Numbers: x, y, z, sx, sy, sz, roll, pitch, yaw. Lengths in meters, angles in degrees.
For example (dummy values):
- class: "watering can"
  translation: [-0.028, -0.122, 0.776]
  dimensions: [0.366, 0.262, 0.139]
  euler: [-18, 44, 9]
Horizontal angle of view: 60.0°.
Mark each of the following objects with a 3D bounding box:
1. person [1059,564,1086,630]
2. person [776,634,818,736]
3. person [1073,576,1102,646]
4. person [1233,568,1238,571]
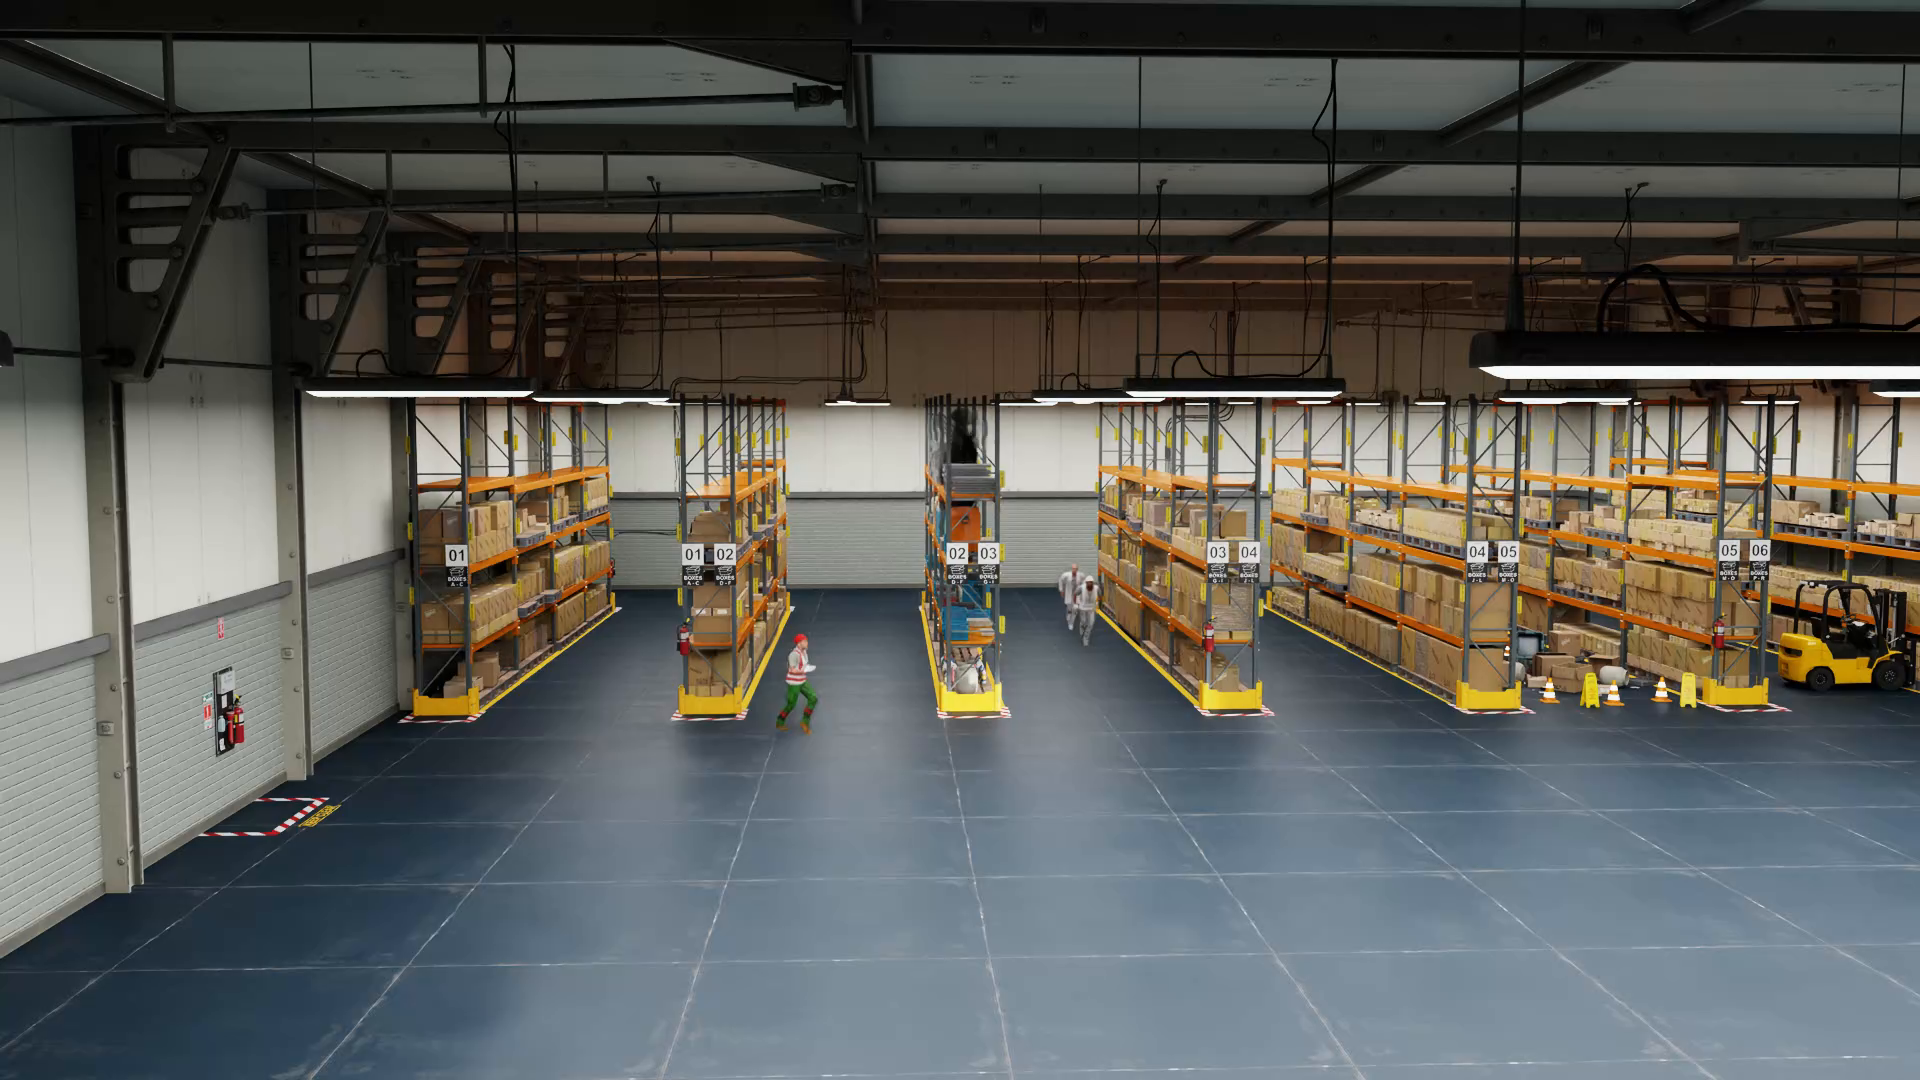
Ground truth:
- class: "person"
  translation: [2.930, 1.469, 43.316]
  dimensions: [0.701, 1.711, 0.793]
  euler: [-1, 5, -8]
- class: "person"
  translation: [-2.864, 2.532, 29.154]
  dimensions: [0.850, 1.800, 0.691]
  euler: [2, 5, 22]
- class: "person"
  translation: [3.094, 1.700, 40.394]
  dimensions: [0.678, 1.709, 0.806]
  euler: [-1, 5, -12]
- class: "person"
  translation: [7.711, 1.176, 47.710]
  dimensions: [0.621, 1.622, 0.771]
  euler: [3, 5, 32]
